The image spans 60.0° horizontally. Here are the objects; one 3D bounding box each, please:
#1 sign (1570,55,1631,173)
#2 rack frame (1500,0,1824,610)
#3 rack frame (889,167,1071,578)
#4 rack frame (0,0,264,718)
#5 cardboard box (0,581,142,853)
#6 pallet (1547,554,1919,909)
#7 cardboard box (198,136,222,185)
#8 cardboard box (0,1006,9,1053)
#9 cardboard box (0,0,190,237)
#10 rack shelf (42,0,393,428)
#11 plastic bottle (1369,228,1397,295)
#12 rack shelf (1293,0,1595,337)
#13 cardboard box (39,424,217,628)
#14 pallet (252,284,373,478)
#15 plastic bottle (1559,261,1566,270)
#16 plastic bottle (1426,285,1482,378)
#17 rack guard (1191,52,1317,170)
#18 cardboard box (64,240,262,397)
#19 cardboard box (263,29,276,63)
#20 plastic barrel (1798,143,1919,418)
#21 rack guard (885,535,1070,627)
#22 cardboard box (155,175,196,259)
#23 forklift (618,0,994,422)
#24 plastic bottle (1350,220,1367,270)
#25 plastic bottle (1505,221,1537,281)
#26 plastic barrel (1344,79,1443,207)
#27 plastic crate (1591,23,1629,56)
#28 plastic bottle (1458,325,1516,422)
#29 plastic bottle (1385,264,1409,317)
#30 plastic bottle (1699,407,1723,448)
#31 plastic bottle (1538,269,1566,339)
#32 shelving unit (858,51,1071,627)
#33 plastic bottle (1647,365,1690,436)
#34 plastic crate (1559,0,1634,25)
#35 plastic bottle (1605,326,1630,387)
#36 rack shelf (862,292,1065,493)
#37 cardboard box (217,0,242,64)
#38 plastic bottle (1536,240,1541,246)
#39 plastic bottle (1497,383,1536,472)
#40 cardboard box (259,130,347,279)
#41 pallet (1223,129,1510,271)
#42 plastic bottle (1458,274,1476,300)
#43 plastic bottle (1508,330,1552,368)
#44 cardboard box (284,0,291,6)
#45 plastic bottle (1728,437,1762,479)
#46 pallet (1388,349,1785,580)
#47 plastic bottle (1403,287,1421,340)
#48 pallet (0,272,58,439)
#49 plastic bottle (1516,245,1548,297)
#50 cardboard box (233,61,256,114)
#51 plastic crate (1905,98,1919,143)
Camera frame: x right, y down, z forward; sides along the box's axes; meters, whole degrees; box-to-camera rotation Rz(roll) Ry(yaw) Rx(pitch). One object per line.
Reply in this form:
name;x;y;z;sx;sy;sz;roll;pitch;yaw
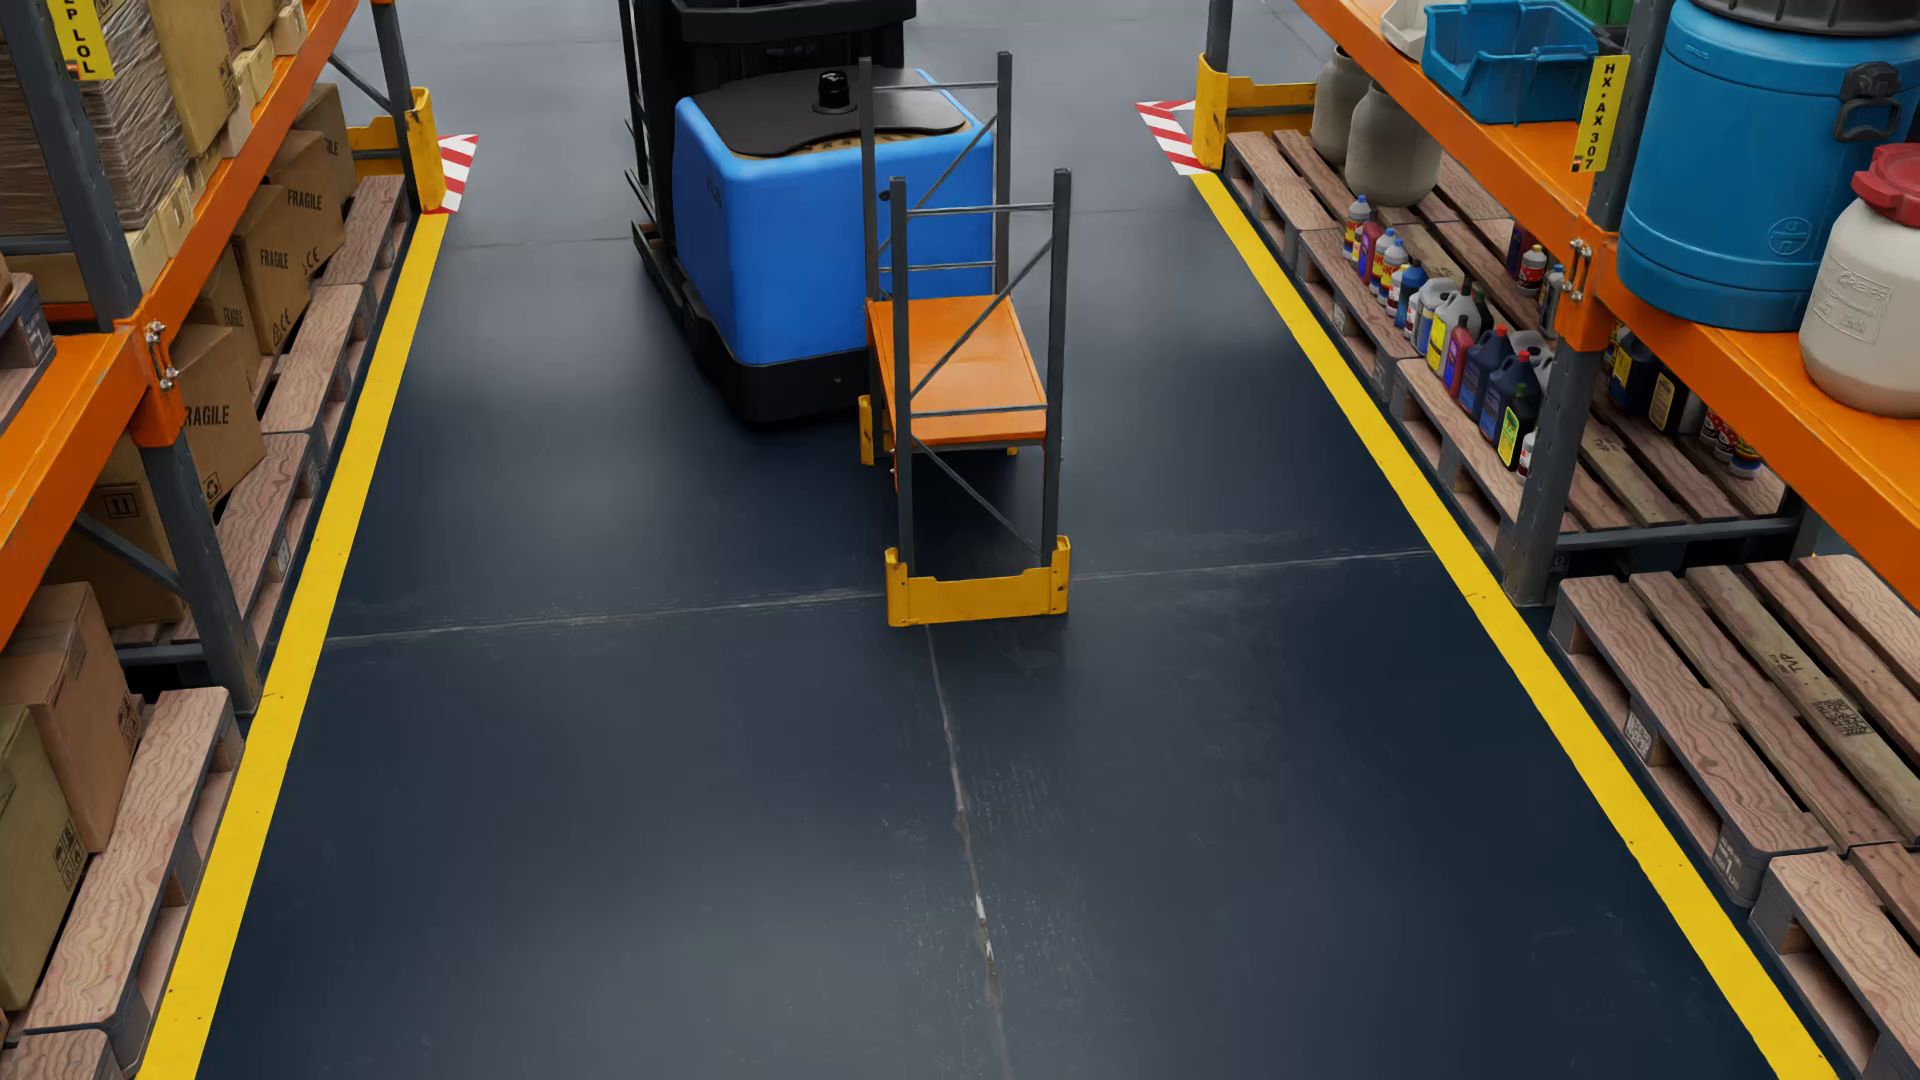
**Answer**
sign;1.750;-1.162;4.546;0.100;0.325;0.005;-4;35;-6
rack frame;2.296;-1.083;4.676;1.000;3.000;0.127;-4;35;-6
rack frame;0.057;-0.384;4.981;0.500;1.500;0.032;-4;35;-6
rack frame;-2.612;-0.708;4.126;1.000;3.000;0.127;-4;35;-6
cardboard box;-2.551;0.487;4.200;0.700;0.500;0.500;-7;35;-10
pallet;2.440;0.504;4.823;1.003;0.211;1.213;-4;35;-6
cardboard box;-2.467;-1.164;5.017;0.380;0.149;0.250;-4;35;-6
cardboard box;-2.429;1.067;3.350;0.700;0.500;0.500;-7;35;-10
cardboard box;-2.611;-1.128;4.389;0.875;0.500;0.500;-4;35;-6
rack shelf;-2.881;-1.527;5.966;1.077;0.370;4.000;-4;35;-6
plastic bottle;1.739;-1.143;6.796;0.097;0.271;0.097;0;34;0
rack shelf;2.027;-1.902;6.516;1.077;0.370;4.000;-4;35;-6
cardboard box;-2.626;-0.075;5.043;0.500;0.500;0.500;-5;35;-8
pallet;-2.905;-0.610;6.458;1.003;0.211;1.213;-4;35;-6
plastic bottle;2.491;-1.099;6.660;0.144;0.351;0.185;-3;34;-4
plastic bottle;1.855;-0.795;6.215;0.144;0.351;0.185;-5;35;-7
rack guard;1.815;-2.244;8.598;1.175;0.500;0.348;-4;35;-6
cardboard box;-2.872;-0.735;6.011;0.500;0.500;0.500;-7;35;-11
cardboard box;-2.636;-1.719;5.832;0.380;0.149;0.250;-4;35;-6
plastic barrel;2.207;-0.589;3.830;0.433;0.535;0.433;0;34;0
rack guard;0.057;0.132;5.334;0.587;0.250;0.087;-4;35;-6
cardboard box;-2.363;-0.888;4.612;0.380;0.149;0.250;-4;35;-6
forklift;-0.861;-2.479;6.784;1.130;2.935;3.031;-12;36;-17
plastic bottle;1.707;-1.248;7.012;0.097;0.201;0.097;0;34;0
plastic bottle;2.341;-1.232;6.916;0.061;0.283;0.133;-4;35;-6
plastic barrel;1.990;-1.820;7.593;0.421;0.512;0.421;0;34;0
plastic crate;2.352;-1.359;5.136;0.767;0.338;0.504;-4;35;-6
plastic bottle;1.898;-0.615;5.951;0.144;0.351;0.185;-6;35;-9
plastic bottle;1.766;-1.003;6.653;0.097;0.201;0.097;0;34;0
plastic bottle;2.660;-0.433;5.816;0.097;0.201;0.097;0;34;0
plastic bottle;2.373;-0.939;6.492;0.152;0.276;0.135;-4;35;-6
shelving unit;-0.010;-0.662;5.390;0.587;1.500;1.083;-4;35;-6
plastic bottle;2.512;-0.524;5.876;0.061;0.283;0.133;-4;35;-6
plastic crate;2.393;-1.775;5.879;0.450;0.188;0.662;-4;35;-6
plastic bottle;2.460;-0.691;6.133;0.097;0.271;0.097;0;34;0
rack shelf;-0.011;-0.519;5.499;0.538;0.185;1.000;-4;35;-6
cardboard box;-2.810;-1.681;5.201;0.875;0.500;0.500;-4;35;-6
plastic bottle;2.446;-1.237;6.930;0.152;0.276;0.135;-4;34;-6
plastic bottle;1.905;-0.386;5.674;0.061;0.283;0.133;-3;34;-4
cardboard box;-2.968;-1.400;6.988;0.500;0.500;0.500;4;35;6
pallet;1.919;-1.671;8.014;1.003;0.211;1.213;-4;35;-6
plastic bottle;1.942;-0.867;6.380;0.061;0.283;0.133;-4;35;-6
plastic bottle;2.042;-0.609;6.009;0.152;0.276;0.135;-4;35;-6
cardboard box;-2.892;-2.243;6.025;0.875;0.500;0.500;-4;35;-6
plastic bottle;2.688;-0.349;5.630;0.097;0.271;0.097;0;34;0
pallet;2.247;-0.309;6.016;1.003;0.211;1.213;-4;35;-6
plastic bottle;1.794;-0.888;6.484;0.097;0.201;0.097;0;34;0
pallet;-2.653;-0.191;3.538;1.003;0.211;1.213;-4;35;-6
plastic bottle;2.344;-1.109;6.808;0.097;0.201;0.097;0;34;0
cardboard box;-2.535;-1.443;5.427;0.380;0.149;0.250;-4;35;-6
plastic crate;2.664;-0.863;4.295;0.402;0.464;0.583;-4;35;-6
